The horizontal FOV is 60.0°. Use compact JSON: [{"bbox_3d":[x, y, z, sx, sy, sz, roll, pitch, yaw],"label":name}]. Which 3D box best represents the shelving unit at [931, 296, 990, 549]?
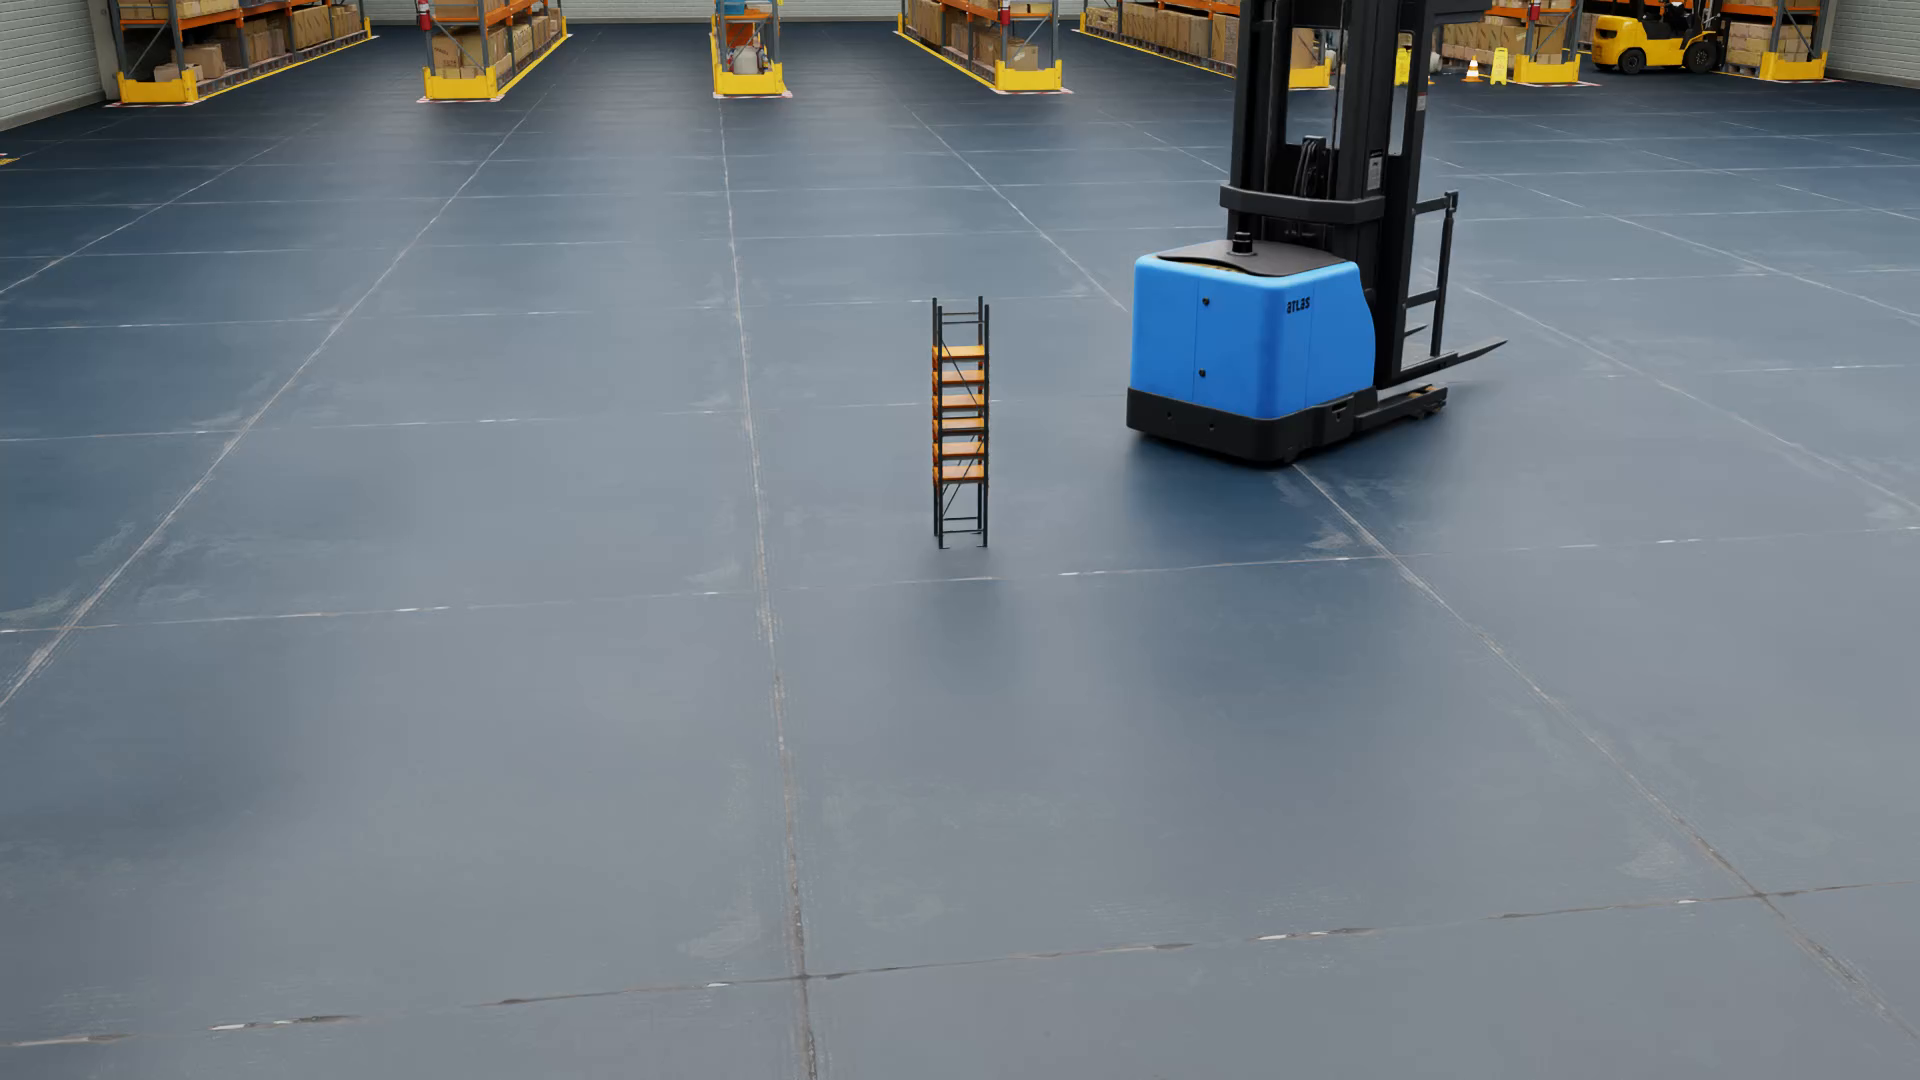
[{"bbox_3d":[0.002,-0.557,7.993,0.258,1.200,0.189,-3,21,-8],"label":"shelving unit"}]

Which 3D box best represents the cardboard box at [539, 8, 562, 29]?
[{"bbox_3d":[-10.548,-13.423,42.813,0.500,0.500,0.500,-3,21,-8],"label":"cardboard box"}]

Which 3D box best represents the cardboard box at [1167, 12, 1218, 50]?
[{"bbox_3d":[5.137,-11.133,36.351,1.050,0.750,0.750,-3,21,-7],"label":"cardboard box"}]

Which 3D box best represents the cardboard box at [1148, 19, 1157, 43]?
[{"bbox_3d":[4.655,-11.748,38.357,0.500,0.500,0.500,-3,21,-8],"label":"cardboard box"}]

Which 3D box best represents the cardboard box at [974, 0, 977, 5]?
[{"bbox_3d":[0.483,-10.528,32.476,0.380,0.149,0.250,-3,21,-8],"label":"cardboard box"}]

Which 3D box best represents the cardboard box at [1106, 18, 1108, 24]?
[{"bbox_3d":[3.970,-13.350,42.723,0.380,0.149,0.250,-2,21,-6],"label":"cardboard box"}]

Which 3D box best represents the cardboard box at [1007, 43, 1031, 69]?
[{"bbox_3d":[1.046,-8.971,30.920,0.500,0.500,0.500,2,21,6],"label":"cardboard box"}]

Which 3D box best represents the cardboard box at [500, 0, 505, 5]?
[{"bbox_3d":[-9.066,-10.609,32.692,0.380,0.149,0.250,-3,21,-8],"label":"cardboard box"}]

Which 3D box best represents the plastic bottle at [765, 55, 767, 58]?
[{"bbox_3d":[-3.629,-8.929,31.090,0.061,0.283,0.133,-3,21,-7],"label":"plastic bottle"}]

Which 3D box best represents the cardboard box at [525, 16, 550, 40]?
[{"bbox_3d":[-9.939,-12.058,39.157,0.500,0.500,0.500,-3,21,-8],"label":"cardboard box"}]

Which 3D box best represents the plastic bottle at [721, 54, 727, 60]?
[{"bbox_3d":[-4.390,-8.954,31.166,0.152,0.276,0.135,-3,21,-9],"label":"plastic bottle"}]

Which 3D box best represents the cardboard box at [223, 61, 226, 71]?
[{"bbox_3d":[-13.935,-8.853,31.054,0.380,0.166,0.250,-6,21,-15],"label":"cardboard box"}]

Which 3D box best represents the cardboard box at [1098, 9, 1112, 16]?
[{"bbox_3d":[3.804,-13.764,43.406,0.380,0.149,0.250,-3,21,-7],"label":"cardboard box"}]

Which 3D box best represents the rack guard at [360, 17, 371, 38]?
[{"bbox_3d":[-15.775,-13.150,42.711,1.175,0.500,0.348,-3,21,-8],"label":"rack guard"}]

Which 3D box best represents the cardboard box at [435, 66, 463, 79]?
[{"bbox_3d":[-8.934,-8.104,28.956,0.500,0.250,0.500,-3,21,-8],"label":"cardboard box"}]

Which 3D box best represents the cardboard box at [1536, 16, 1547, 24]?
[{"bbox_3d":[14.390,-12.560,40.531,0.500,0.500,0.500,-2,21,-5],"label":"cardboard box"}]

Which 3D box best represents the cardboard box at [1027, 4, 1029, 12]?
[{"bbox_3d":[1.417,-9.603,30.000,0.380,0.149,0.250,-3,21,-8],"label":"cardboard box"}]

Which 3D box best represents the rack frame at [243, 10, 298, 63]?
[{"bbox_3d":[-14.619,-11.543,34.835,1.000,3.000,0.127,-3,21,-8],"label":"rack frame"}]

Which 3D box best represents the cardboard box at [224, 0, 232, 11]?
[{"bbox_3d":[-13.610,-9.776,30.289,0.500,0.250,0.500,-3,21,-8],"label":"cardboard box"}]

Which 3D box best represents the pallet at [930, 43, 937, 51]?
[{"bbox_3d":[-0.126,-11.685,39.199,1.003,0.211,1.213,-3,21,-8],"label":"pallet"}]

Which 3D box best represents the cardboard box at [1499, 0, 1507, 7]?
[{"bbox_3d":[10.551,-10.283,31.821,0.380,0.149,0.250,-3,21,-7],"label":"cardboard box"}]

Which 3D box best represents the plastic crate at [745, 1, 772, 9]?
[{"bbox_3d":[-3.754,-9.985,31.040,0.530,0.136,0.437,-3,21,-8],"label":"plastic crate"}]

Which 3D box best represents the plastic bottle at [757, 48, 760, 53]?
[{"bbox_3d":[-3.860,-9.415,32.293,0.144,0.351,0.185,-3,21,-9],"label":"plastic bottle"}]

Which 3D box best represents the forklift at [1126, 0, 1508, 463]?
[{"bbox_3d":[2.382,-2.225,9.983,3.031,2.935,1.130,-19,28,-41],"label":"forklift"}]

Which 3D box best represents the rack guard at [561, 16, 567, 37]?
[{"bbox_3d":[-10.860,-13.367,43.291,1.175,0.500,0.348,-3,21,-8],"label":"rack guard"}]

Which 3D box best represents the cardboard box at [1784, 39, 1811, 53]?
[{"bbox_3d":[16.095,-9.590,32.222,0.500,0.250,0.500,-3,21,-7],"label":"cardboard box"}]

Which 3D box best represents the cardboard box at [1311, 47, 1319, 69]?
[{"bbox_3d":[6.825,-9.467,32.846,0.500,0.500,0.500,1,20,2],"label":"cardboard box"}]

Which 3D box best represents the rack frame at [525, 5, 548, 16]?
[{"bbox_3d":[-10.294,-13.179,39.216,1.000,3.000,0.127,-3,21,-8],"label":"rack frame"}]

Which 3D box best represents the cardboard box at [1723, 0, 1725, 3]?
[{"bbox_3d":[15.403,-11.009,33.263,0.500,0.500,0.500,-3,21,-7],"label":"cardboard box"}]

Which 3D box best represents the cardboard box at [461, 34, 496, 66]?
[{"bbox_3d":[-8.495,-8.654,29.358,0.500,0.500,0.500,-3,21,-8],"label":"cardboard box"}]

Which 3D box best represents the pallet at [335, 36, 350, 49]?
[{"bbox_3d":[-15.227,-11.889,39.747,1.003,0.211,1.213,-3,21,-8],"label":"pallet"}]

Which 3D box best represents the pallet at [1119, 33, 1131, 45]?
[{"bbox_3d":[4.546,-12.317,40.892,1.003,0.211,1.213,-3,21,-8],"label":"pallet"}]

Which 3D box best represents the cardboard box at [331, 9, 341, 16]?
[{"bbox_3d":[-15.070,-12.650,39.843,0.380,0.149,0.250,-2,21,-6],"label":"cardboard box"}]

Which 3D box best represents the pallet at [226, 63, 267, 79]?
[{"bbox_3d":[-14.156,-9.121,32.337,1.003,0.211,1.213,-3,21,-8],"label":"pallet"}]

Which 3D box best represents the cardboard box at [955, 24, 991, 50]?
[{"bbox_3d":[0.295,-10.905,36.071,0.700,0.500,0.500,-5,21,-12],"label":"cardboard box"}]

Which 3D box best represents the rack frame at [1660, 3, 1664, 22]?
[{"bbox_3d":[15.381,-11.659,35.146,1.000,3.000,0.127,-3,21,-8],"label":"rack frame"}]

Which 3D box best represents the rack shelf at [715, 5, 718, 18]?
[{"bbox_3d":[-4.527,-11.013,34.445,1.077,0.370,4.000,-3,21,-8],"label":"rack shelf"}]

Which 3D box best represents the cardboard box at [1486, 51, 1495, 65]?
[{"bbox_3d":[10.596,-9.377,32.366,0.500,0.250,0.500,-3,21,-8],"label":"cardboard box"}]

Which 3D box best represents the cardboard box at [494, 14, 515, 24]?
[{"bbox_3d":[-10.097,-11.512,36.624,0.500,0.250,0.500,-2,21,-6],"label":"cardboard box"}]

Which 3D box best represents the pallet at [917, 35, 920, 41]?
[{"bbox_3d":[-0.523,-12.639,41.753,1.003,0.211,1.213,-3,21,-8],"label":"pallet"}]

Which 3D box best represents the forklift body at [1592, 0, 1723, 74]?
[{"bbox_3d":[13.878,-10.441,33.098,2.313,2.155,1.214,-3,21,-8],"label":"forklift body"}]

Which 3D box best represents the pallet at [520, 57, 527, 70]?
[{"bbox_3d":[-9.465,-9.780,34.099,1.003,0.211,1.213,-3,21,-8],"label":"pallet"}]

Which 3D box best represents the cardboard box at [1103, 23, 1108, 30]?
[{"bbox_3d":[3.889,-13.231,42.828,0.380,0.149,0.250,-3,21,-8],"label":"cardboard box"}]

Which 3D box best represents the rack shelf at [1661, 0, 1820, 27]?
[{"bbox_3d":[15.669,-10.630,33.418,1.077,0.370,4.000,-3,21,-8],"label":"rack shelf"}]

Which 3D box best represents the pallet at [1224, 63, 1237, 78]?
[{"bbox_3d":[5.797,-9.126,32.349,1.003,0.211,1.213,-3,21,-8],"label":"pallet"}]

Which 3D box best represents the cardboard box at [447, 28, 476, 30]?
[{"bbox_3d":[-9.304,-9.320,31.141,0.500,0.500,0.500,-3,21,-8],"label":"cardboard box"}]

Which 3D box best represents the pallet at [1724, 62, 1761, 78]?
[{"bbox_3d":[15.805,-9.231,32.629,1.003,0.211,1.213,-3,21,-8],"label":"pallet"}]

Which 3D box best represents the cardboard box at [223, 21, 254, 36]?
[{"bbox_3d":[-14.310,-10.131,32.926,0.500,0.250,0.500,-4,21,-9],"label":"cardboard box"}]

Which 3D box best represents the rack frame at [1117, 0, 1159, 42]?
[{"bbox_3d":[4.432,-13.893,41.126,1.000,3.000,0.127,-3,21,-8],"label":"rack frame"}]
